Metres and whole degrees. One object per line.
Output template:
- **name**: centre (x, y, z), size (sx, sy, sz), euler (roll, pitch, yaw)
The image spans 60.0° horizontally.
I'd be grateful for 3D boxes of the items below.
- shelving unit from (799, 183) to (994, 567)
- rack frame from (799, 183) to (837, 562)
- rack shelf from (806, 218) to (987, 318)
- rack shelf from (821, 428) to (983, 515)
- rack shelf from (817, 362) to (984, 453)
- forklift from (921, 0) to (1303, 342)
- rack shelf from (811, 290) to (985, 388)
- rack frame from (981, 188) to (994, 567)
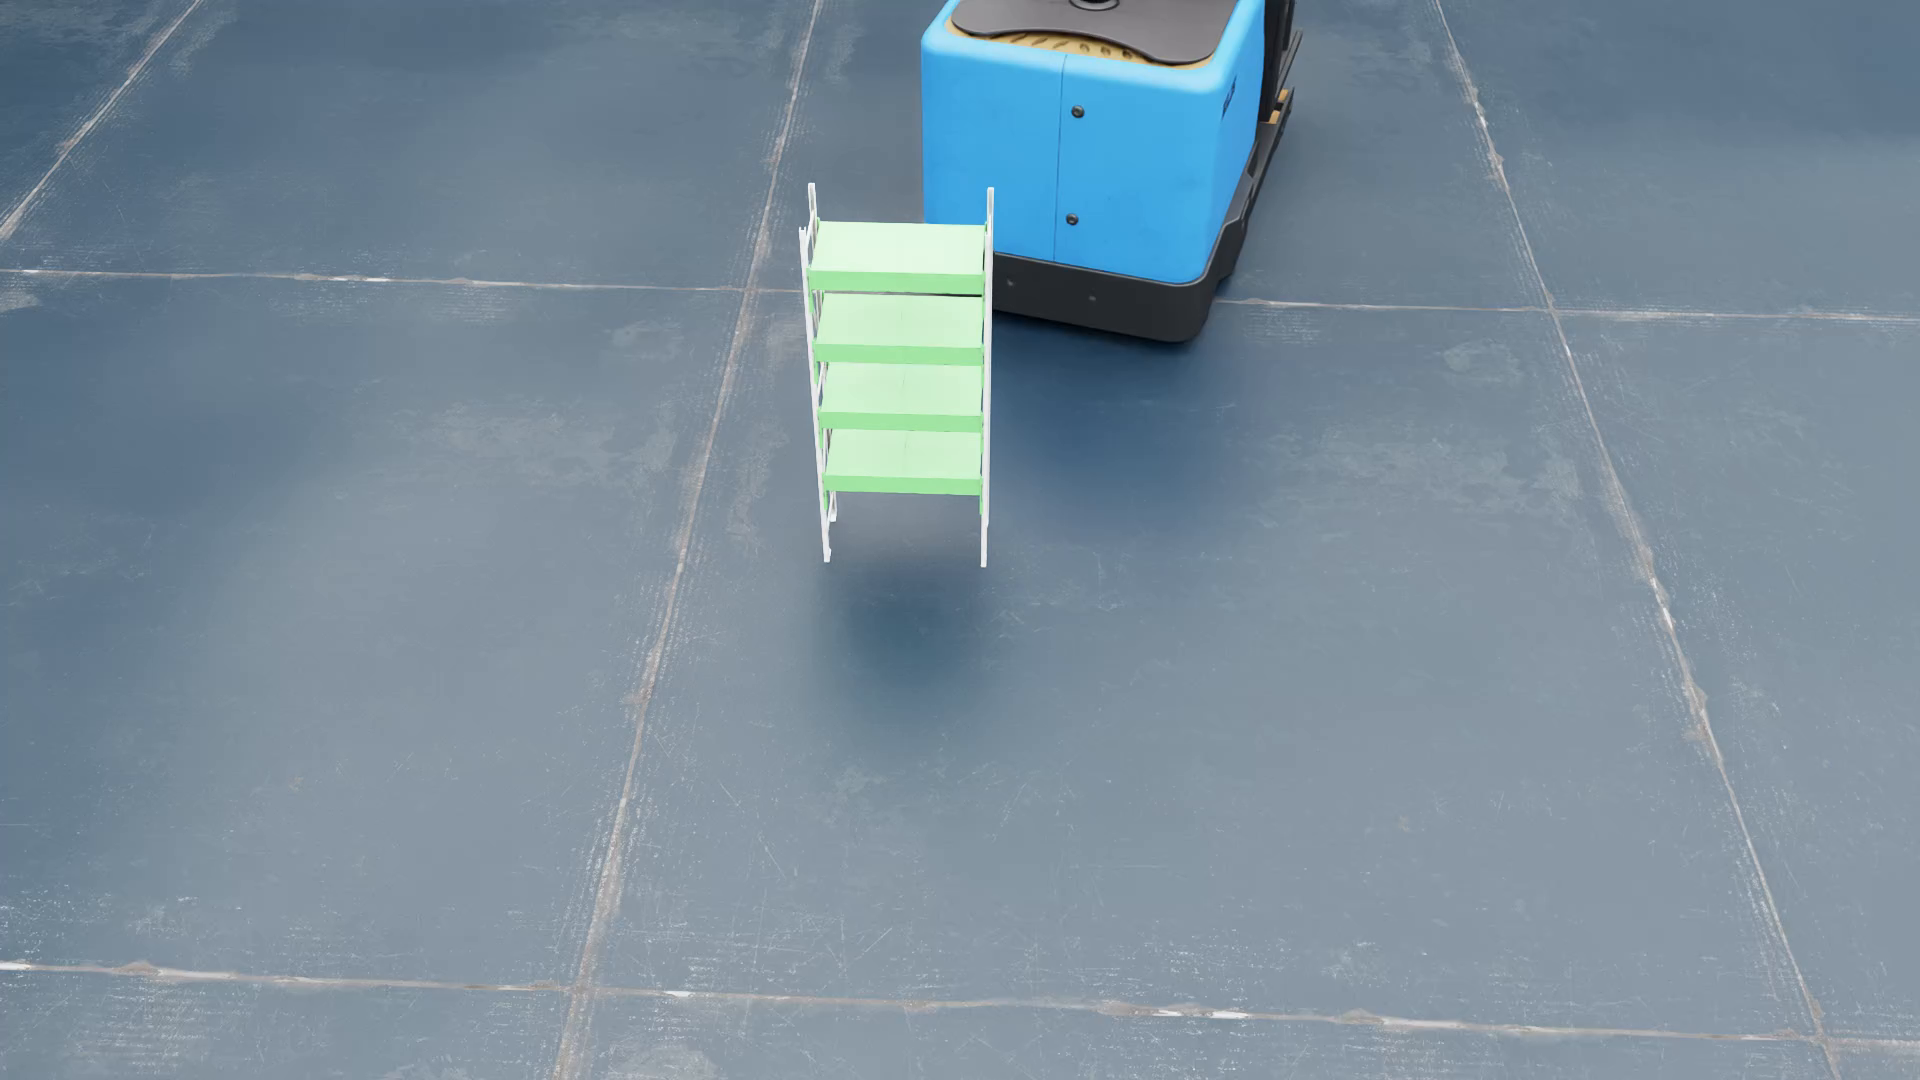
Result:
- **shelving unit**: centre (-0.165, -0.444, 4.846), size (0.503, 1.200, 0.258), euler (2, 43, 2)
- **rack frame**: centre (-0.409, -0.452, 4.855), size (0.015, 1.200, 0.240), euler (2, 43, 2)
- **rack shelf**: centre (-0.165, -0.749, 4.563), size (0.480, 0.148, 0.258), euler (2, 43, 2)
- **rack shelf**: centre (-0.165, -0.222, 5.054), size (0.480, 0.148, 0.258), euler (2, 43, 2)
- **rack shelf**: centre (-0.165, -0.397, 4.890), size (0.480, 0.148, 0.258), euler (2, 43, 2)
- **forklift**: centre (0.796, -2.793, 6.098), size (1.130, 2.935, 3.031), euler (13, 44, 13)
- **rack shelf**: centre (-0.165, -0.573, 4.726), size (0.480, 0.148, 0.258), euler (2, 43, 2)
- **rack frame**: centre (0.078, -0.437, 4.838), size (0.015, 1.200, 0.240), euler (2, 43, 2)
